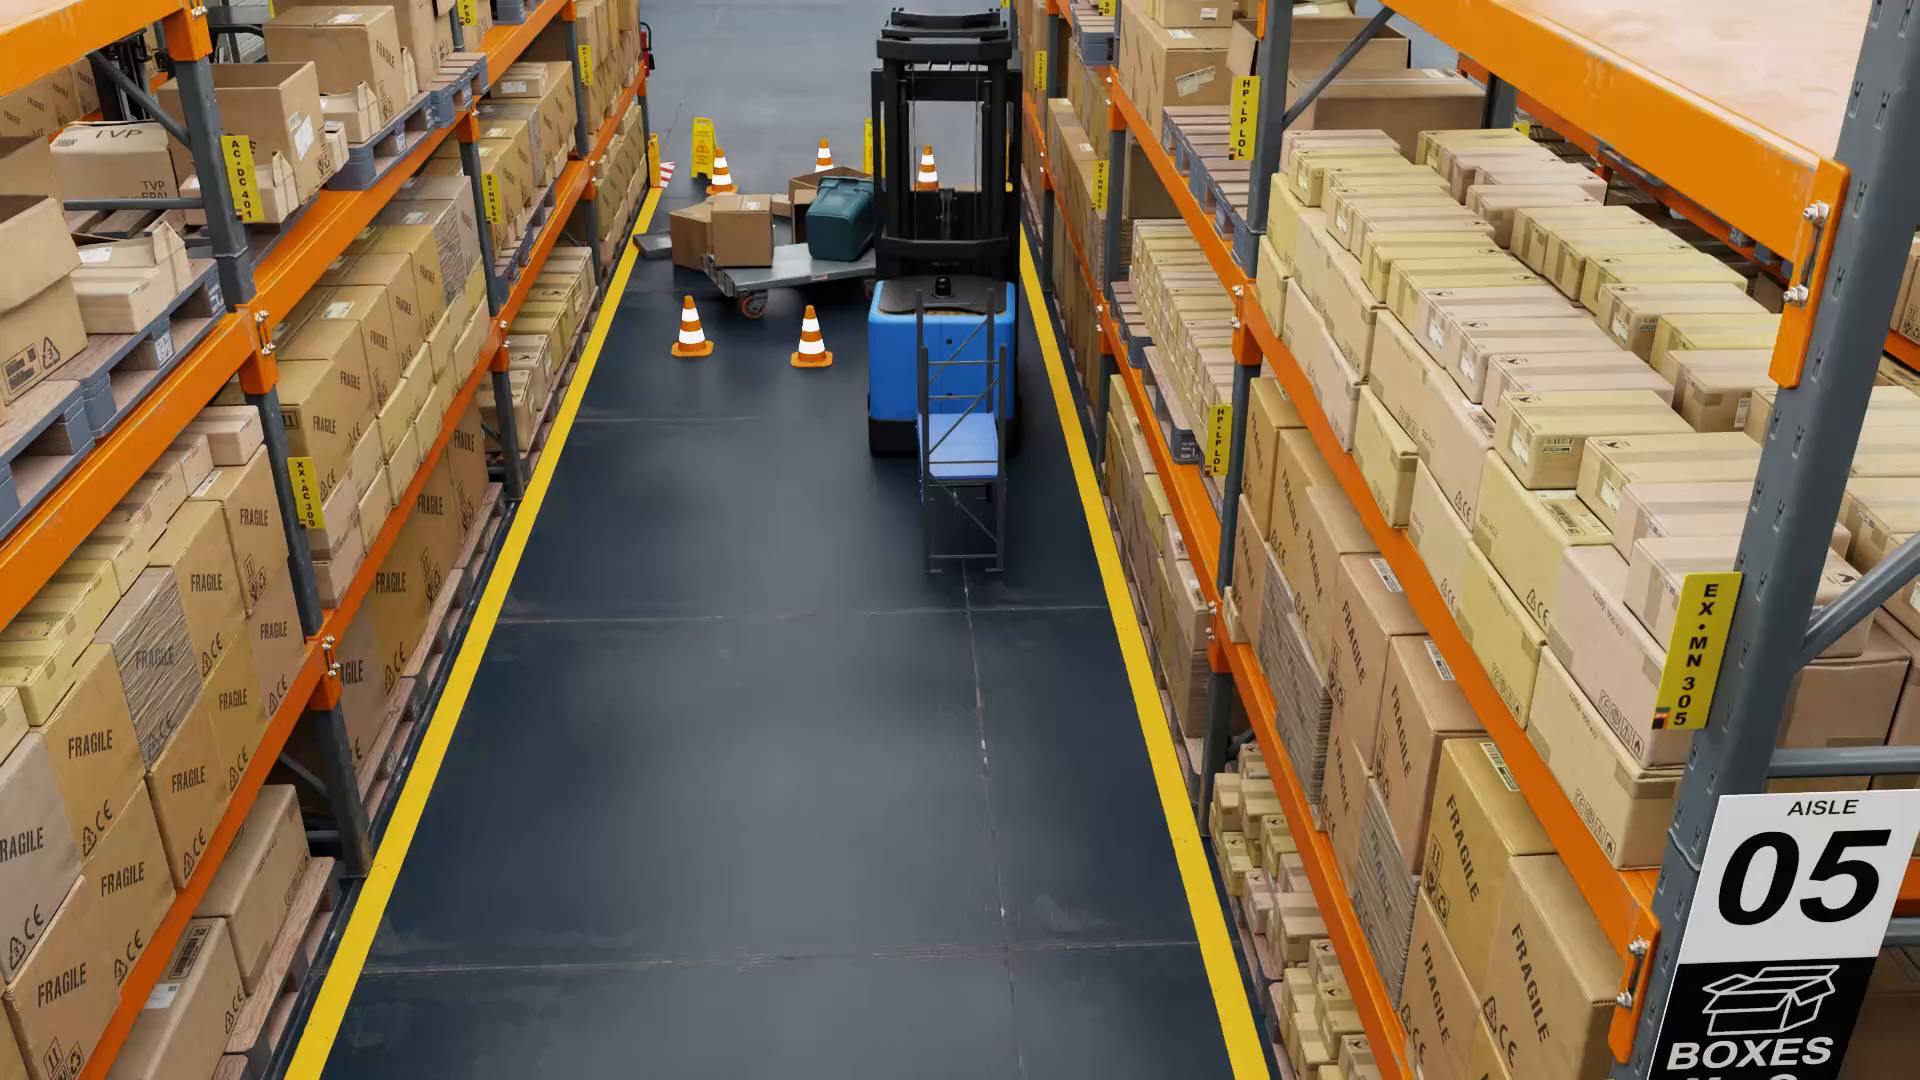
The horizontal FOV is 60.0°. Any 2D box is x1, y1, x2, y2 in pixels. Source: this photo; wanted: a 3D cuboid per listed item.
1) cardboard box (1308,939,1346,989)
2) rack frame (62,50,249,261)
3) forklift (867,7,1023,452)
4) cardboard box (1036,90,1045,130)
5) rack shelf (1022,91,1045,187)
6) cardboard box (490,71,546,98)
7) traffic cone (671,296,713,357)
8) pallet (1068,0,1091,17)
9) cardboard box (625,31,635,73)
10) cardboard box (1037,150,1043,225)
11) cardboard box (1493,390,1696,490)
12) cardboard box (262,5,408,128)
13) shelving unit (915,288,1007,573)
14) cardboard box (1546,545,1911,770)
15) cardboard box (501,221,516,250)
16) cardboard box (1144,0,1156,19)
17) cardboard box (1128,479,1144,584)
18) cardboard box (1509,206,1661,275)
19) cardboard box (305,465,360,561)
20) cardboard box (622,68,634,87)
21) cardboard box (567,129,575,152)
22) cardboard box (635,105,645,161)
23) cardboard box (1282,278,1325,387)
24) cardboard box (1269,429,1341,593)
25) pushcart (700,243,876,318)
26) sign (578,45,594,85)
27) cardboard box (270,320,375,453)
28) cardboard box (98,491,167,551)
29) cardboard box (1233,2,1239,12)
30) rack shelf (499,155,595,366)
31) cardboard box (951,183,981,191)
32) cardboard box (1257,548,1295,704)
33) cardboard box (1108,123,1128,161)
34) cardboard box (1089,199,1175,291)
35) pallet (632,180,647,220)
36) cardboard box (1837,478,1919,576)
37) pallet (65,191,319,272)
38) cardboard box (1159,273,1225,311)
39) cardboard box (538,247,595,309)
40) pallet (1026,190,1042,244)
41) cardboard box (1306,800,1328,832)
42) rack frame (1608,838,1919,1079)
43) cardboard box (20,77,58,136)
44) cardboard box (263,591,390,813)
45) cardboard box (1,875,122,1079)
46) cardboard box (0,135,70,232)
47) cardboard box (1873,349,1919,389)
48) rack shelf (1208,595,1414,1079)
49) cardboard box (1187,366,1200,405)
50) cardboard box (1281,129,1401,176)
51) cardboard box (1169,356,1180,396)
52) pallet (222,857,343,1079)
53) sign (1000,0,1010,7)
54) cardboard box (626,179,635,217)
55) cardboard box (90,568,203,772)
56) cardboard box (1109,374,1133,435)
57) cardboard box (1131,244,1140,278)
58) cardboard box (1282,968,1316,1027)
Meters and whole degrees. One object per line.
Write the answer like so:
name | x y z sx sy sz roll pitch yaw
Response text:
cardboard box | 1.557 1.659 6.373 0.380 0.149 0.250 -2 28 -5
rack frame | -3.274 -2.421 5.722 1.000 3.000 0.127 -1 28 -3
forklift | -0.085 -2.564 12.558 1.130 2.935 3.031 1 28 2
cardboard box | 1.163 -4.111 15.289 0.875 0.550 0.550 -1 28 -3
rack shelf | 1.141 -4.226 16.449 1.077 0.370 4.000 -1 28 -3
cardboard box | -3.356 -3.453 12.604 0.380 0.149 0.250 -3 28 -5
traffic cone | -2.229 -1.791 13.747 0.336 0.463 0.334 -1 28 -3
pallet | 1.307 -3.833 11.878 1.003 0.211 1.213 0 28 0
cardboard box | -3.576 -5.003 16.732 0.500 0.500 0.500 -1 28 -3
cardboard box | 1.232 -3.574 16.264 0.875 0.875 0.875 -1 28 -2
cardboard box | 1.511 -0.242 3.979 0.380 0.149 0.250 -1 28 -2
cardboard box | -3.102 -2.361 8.290 0.500 0.500 0.500 -1 28 -2
shelving unit | -0.004 -0.704 10.541 0.538 1.500 1.048 -1 28 -3
cardboard box | 1.594 0.229 3.508 0.500 0.250 0.500 -2 28 -4
cardboard box | -3.264 -2.096 11.405 0.380 0.149 0.250 -3 28 -6
cardboard box | 1.227 -3.056 9.249 0.396 0.266 0.258 -1 28 -3
cardboard box | 1.298 -0.050 9.913 0.500 0.500 0.500 -2 28 -4
cardboard box | 2.015 -0.970 5.374 0.380 0.149 0.250 -2 28 -5
cardboard box | -3.016 -0.126 7.431 0.500 0.250 0.500 -2 28 -4
cardboard box | -3.508 -4.672 16.798 0.380 0.149 0.250 -1 28 -2
cardboard box | -3.390 -3.299 13.711 0.380 0.149 0.250 -1 28 -2
cardboard box | -3.599 -4.238 17.403 0.500 0.500 0.500 -1 28 -2
cardboard box | 1.460 -0.739 5.904 0.500 0.250 0.500 -2 28 -3
cardboard box | 1.486 -0.093 6.236 0.500 0.500 0.500 -2 28 -4
pushcart | -1.418 -2.371 14.949 1.648 0.377 0.936 -11 30 -20
sign | -3.138 -3.984 13.954 0.100 0.325 0.005 -1 28 -3
cardboard box | -3.065 -0.693 7.707 0.500 0.500 0.500 -2 28 -3
cardboard box | -3.001 -0.045 5.764 0.380 0.149 0.250 -2 28 -3
cardboard box | 1.738 -2.891 9.759 0.500 0.500 0.500 -1 28 -3
rack shelf | -3.588 -2.212 12.589 1.077 0.370 4.000 -1 28 -3
cardboard box | 0.140 -3.206 16.416 0.500 0.500 0.500 3 28 6
cardboard box | 1.471 0.360 6.448 0.500 0.500 0.500 -1 28 -3
cardboard box | 1.413 -2.703 11.561 0.700 0.500 0.500 -2 28 -3
cardboard box | 1.163 -2.020 11.333 0.500 0.500 0.500 -1 28 -3
pallet | -3.890 -3.655 17.591 1.003 0.211 1.213 -1 28 -3
cardboard box | 2.088 -0.015 3.543 0.380 0.149 0.250 0 28 -1
pallet | -3.372 -1.428 7.270 0.805 0.209 1.217 -2 28 -5
cardboard box | 1.340 -1.410 9.446 0.380 0.149 0.250 0 28 0
cardboard box | -3.662 -2.234 14.239 0.950 0.372 0.625 -1 28 -2
pallet | 1.218 -3.303 16.916 1.003 0.211 1.213 -1 28 -3
cardboard box | 1.469 0.930 6.057 0.380 0.149 0.250 0 28 0
rack frame | 1.872 1.920 3.886 1.000 3.000 0.127 -1 28 -3
cardboard box | -8.455 -3.829 14.802 0.500 0.500 0.500 -1 28 -2
cardboard box | -3.387 0.711 8.049 0.875 0.875 0.875 -1 28 -1
cardboard box | -2.867 1.345 4.881 0.500 0.500 0.500 -2 28 -3
cardboard box | -3.453 -1.089 5.742 0.500 0.500 0.500 -1 28 -2
cardboard box | 6.428 -0.772 10.892 1.225 0.875 0.875 -3 28 -5
rack shelf | 1.768 1.316 5.824 1.077 0.370 4.000 -1 28 -3
cardboard box | 1.390 -0.795 8.589 0.380 0.149 0.250 -3 28 -5
cardboard box | 1.437 -1.448 6.293 0.380 0.149 0.250 -2 28 -4
cardboard box | 1.360 -0.905 9.121 0.380 0.149 0.250 -2 28 -4
pallet | -3.313 1.829 7.077 1.003 0.211 1.213 -1 28 -3
sign | 0.482 -5.877 17.815 0.100 0.325 0.005 -1 28 -3
cardboard box | -3.538 -3.422 16.648 0.500 0.250 0.500 -2 28 -4
cardboard box | -2.920 0.432 5.550 0.500 0.500 0.500 -1 28 -2
cardboard box | 1.249 -0.860 10.656 0.500 0.250 0.500 -3 28 -5
cardboard box | 1.280 -1.753 10.425 0.380 0.149 0.250 0 28 0
cardboard box | 1.466 1.791 6.442 0.380 0.149 0.250 -2 28 -3
